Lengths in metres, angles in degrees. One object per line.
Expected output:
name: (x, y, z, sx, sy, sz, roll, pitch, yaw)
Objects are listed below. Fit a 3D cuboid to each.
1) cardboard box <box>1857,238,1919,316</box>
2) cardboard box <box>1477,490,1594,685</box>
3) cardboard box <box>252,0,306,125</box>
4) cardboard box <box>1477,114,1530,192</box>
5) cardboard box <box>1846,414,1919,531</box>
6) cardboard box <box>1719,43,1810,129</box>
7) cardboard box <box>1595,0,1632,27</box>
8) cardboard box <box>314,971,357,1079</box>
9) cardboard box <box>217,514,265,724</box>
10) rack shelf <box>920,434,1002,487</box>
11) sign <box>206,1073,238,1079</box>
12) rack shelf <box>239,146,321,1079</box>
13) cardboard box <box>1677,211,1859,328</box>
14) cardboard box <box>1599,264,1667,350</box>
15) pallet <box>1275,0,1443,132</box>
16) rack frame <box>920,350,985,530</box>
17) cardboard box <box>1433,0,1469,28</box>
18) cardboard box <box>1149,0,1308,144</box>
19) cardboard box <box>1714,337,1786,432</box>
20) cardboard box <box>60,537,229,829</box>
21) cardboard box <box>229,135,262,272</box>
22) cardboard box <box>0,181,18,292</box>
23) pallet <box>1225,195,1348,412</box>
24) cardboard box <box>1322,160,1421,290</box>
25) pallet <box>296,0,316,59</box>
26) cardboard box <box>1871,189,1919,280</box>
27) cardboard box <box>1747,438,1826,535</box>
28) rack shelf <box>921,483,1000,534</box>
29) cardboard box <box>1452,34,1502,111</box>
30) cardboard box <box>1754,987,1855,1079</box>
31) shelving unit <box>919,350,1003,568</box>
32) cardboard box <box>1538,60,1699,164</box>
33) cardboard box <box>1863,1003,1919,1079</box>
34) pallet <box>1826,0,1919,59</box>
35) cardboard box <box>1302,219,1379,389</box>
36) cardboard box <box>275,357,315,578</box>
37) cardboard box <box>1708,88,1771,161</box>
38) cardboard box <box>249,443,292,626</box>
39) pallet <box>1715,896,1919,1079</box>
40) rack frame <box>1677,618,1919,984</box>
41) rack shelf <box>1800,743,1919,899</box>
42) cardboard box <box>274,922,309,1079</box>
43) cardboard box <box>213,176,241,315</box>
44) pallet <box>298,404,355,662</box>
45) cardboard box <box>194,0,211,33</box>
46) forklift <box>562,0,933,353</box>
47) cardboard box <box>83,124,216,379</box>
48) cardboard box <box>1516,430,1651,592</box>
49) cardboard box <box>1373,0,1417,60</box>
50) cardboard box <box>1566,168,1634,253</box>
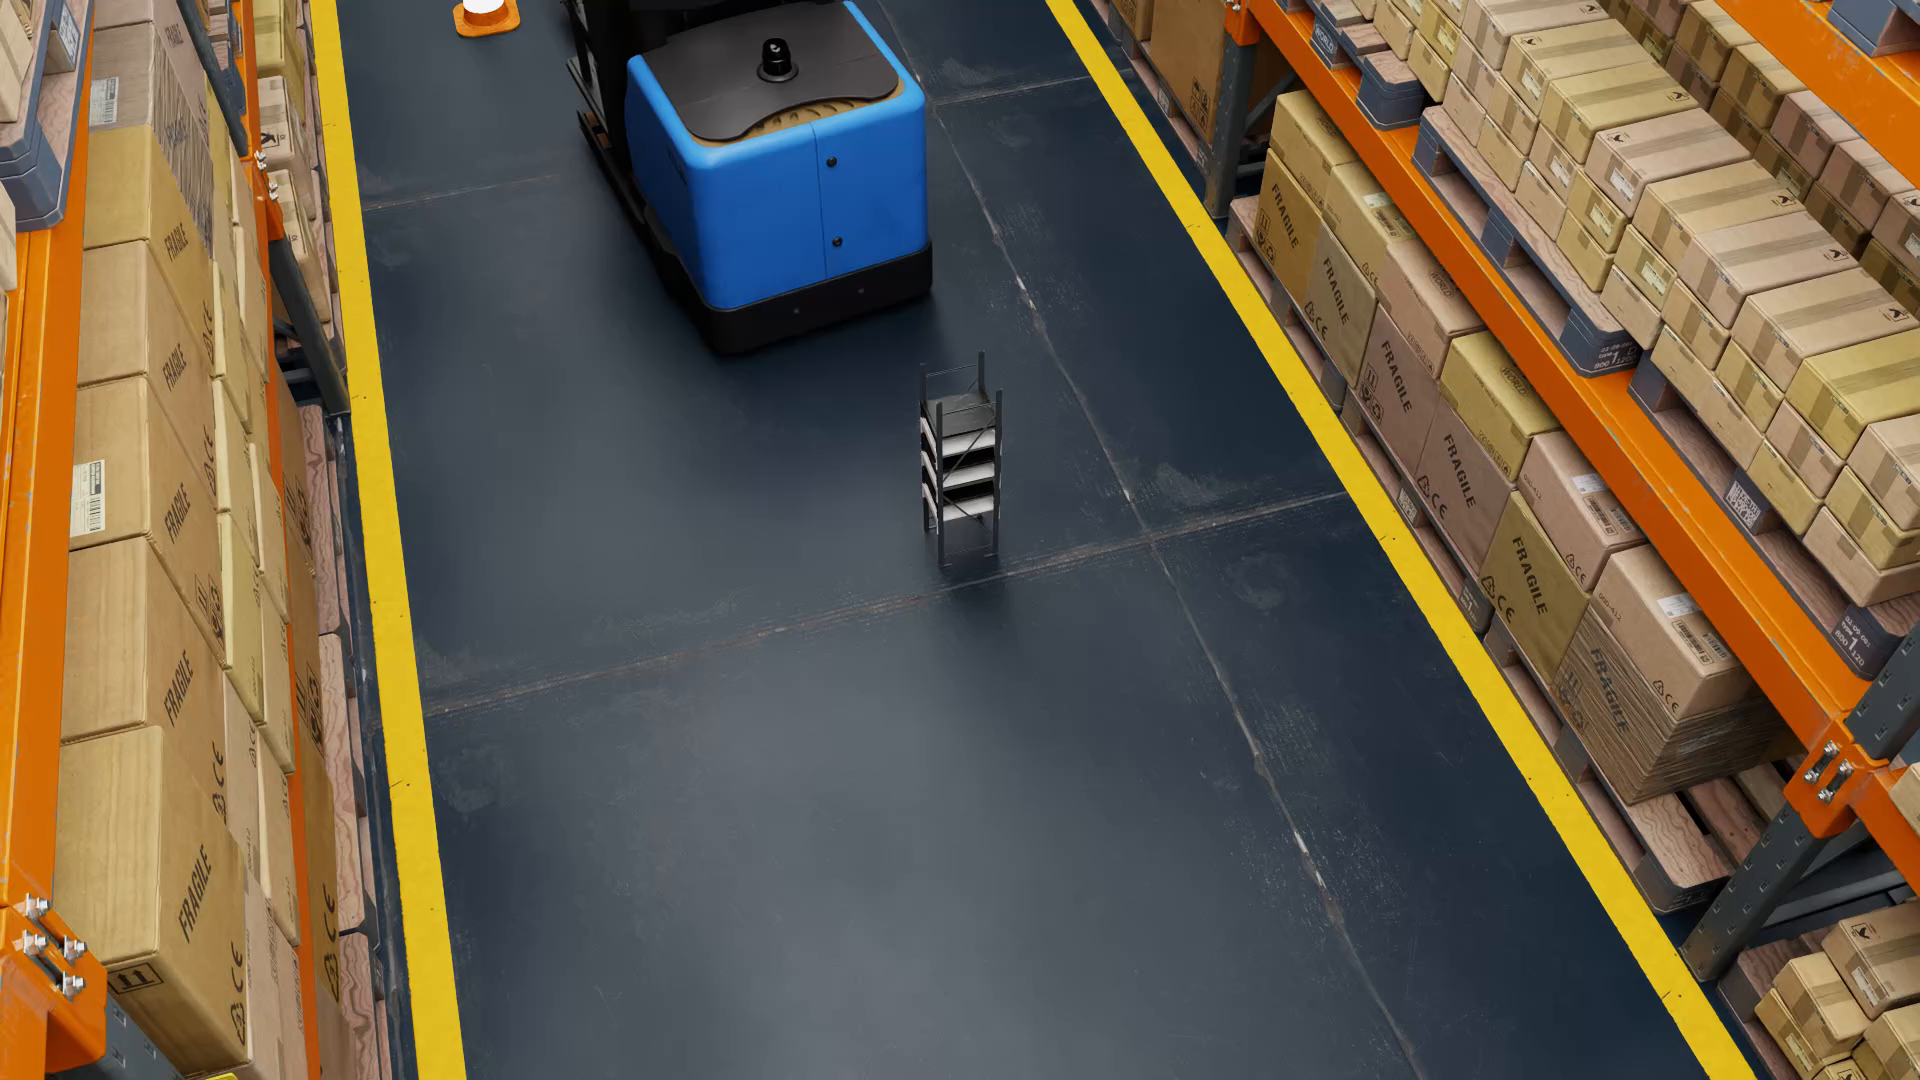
cardboard box: (2.920, -0.808, 4.954, 0.380, 0.149, 0.250, -15, 52, -13)
cardboard box: (2.219, 0.113, 5.843, 0.500, 0.500, 0.500, -14, 51, -12)
cardboard box: (-3.654, -2.223, 7.896, 0.950, 0.372, 0.625, -12, 51, -10)
cardboard box: (1.981, -1.335, 5.593, 0.380, 0.149, 0.250, -13, 51, -10)
cardboard box: (2.525, -0.195, 4.242, 0.380, 0.149, 0.250, -11, 51, -9)
cardboard box: (2.687, -1.477, 5.324, 0.380, 0.149, 0.250, -12, 51, -10)
cardboard box: (2.463, -1.944, 5.912, 0.380, 0.149, 0.250, -13, 51, -11)
cardboard box: (-2.128, 1.608, 4.337, 0.875, 0.875, 0.875, -12, 51, -10)
cardboard box: (-2.034, 0.247, 4.141, 0.500, 0.250, 0.500, -13, 51, -11)
rack shelf: (0.002, -0.321, 6.147, 0.258, 0.077, 0.200, -13, 51, -11)
sign: (-1.339, 1.062, 3.064, 0.100, 0.325, 0.005, -13, 51, -11)
rack shelf: (-2.460, 0.265, 4.825, 1.077, 0.370, 4.000, -13, 51, -11)
cardboard box: (2.292, -0.771, 4.729, 0.380, 0.149, 0.250, -13, 51, -11)
cardboard box: (2.213, -0.756, 5.105, 0.380, 0.149, 0.250, -15, 52, -13)
pallet: (1.960, -2.063, 6.442, 1.213, 0.211, 1.003, -13, 51, -11)
rack frame: (-0.028, -0.358, 6.253, 0.240, 0.900, 0.006, -13, 51, -11)
cardboard box: (1.827, -1.916, 5.694, 0.380, 0.149, 0.250, -15, 52, -12)
cardboard box: (1.553, -2.496, 7.879, 1.050, 0.750, 0.750, -14, 51, -11)
cardboard box: (2.374, -0.470, 4.669, 0.380, 0.149, 0.250, -11, 51, -9)
cardboard box: (-1.901, 0.387, 3.532, 0.500, 0.500, 0.500, -14, 51, -11)
cardboard box: (-2.654, -1.069, 5.577, 0.500, 0.250, 0.500, -15, 51, -12)
cardboard box: (-1.908, -0.537, 2.946, 0.380, 0.166, 0.250, -16, 52, -13)
pallet: (1.877, -1.151, 7.372, 1.003, 0.211, 1.213, -13, 51, -11)
cardboard box: (1.770, -1.263, 6.513, 0.500, 0.250, 0.500, -14, 51, -11)
pallet: (-4.003, -2.882, 8.831, 1.003, 0.211, 1.213, -13, 51, -11)
cardboard box: (2.920, -0.910, 4.846, 0.380, 0.149, 0.250, -14, 51, -11)
cardboard box: (2.446, -0.189, 4.626, 0.380, 0.149, 0.250, -13, 51, -11)
rack shelf: (0.002, -0.147, 6.354, 0.258, 0.077, 0.200, -13, 51, -11)
cardboard box: (1.910, -1.615, 5.634, 0.380, 0.149, 0.250, -13, 51, -11)
cardboard box: (2.631, 1.423, 4.968, 0.380, 0.149, 0.250, -15, 52, -13)
shelving unit: (0.002, -0.284, 6.191, 0.258, 0.900, 0.210, -13, 51, -11)
cardboard box: (2.059, -1.343, 5.211, 0.380, 0.149, 0.250, -14, 51, -11)
cardboard box: (2.759, 1.405, 4.594, 0.380, 0.149, 0.250, -11, 51, -9)
pallet: (2.749, -1.081, 3.650, 1.213, 0.211, 1.003, -13, 51, -11)
cardboard box: (1.765, -1.010, 6.789, 0.500, 0.500, 0.500, -13, 51, -11)
cardboard box: (-2.927, -0.355, 5.992, 0.875, 0.875, 0.875, -14, 51, -11)
cardboard box: (2.688, -1.383, 5.439, 0.380, 0.149, 0.250, -14, 51, -12)
cardboard box: (-2.176, 0.038, 4.644, 0.500, 0.250, 0.500, -14, 51, -12)
pallet: (3.063, 1.682, 4.984, 1.003, 0.211, 1.213, -13, 51, -11)
rack frame: (2.830, 0.301, 4.324, 1.000, 3.000, 0.127, -13, 51, -11)
rack shelf: (3.422, 1.993, 3.368, 1.077, 0.370, 4.000, -13, 51, -11)
cardboard box: (-1.747, 1.161, 3.697, 0.500, 0.250, 0.500, -14, 51, -12)
cardboard box: (-2.510, -0.871, 5.083, 0.500, 0.250, 0.500, -14, 51, -12)
pallet: (-2.890, 0.064, 6.348, 1.003, 0.211, 1.213, -13, 51, -11)
cardboard box: (-2.964, -2.072, 5.790, 0.500, 0.500, 0.500, -15, 51, -12)
forklift: (-1.213, -2.887, 7.056, 1.130, 2.935, 3.031, -20, 53, -16)
cardboard box: (-2.349, -0.727, 4.471, 0.500, 0.500, 0.500, -13, 51, -11)
cardboard box: (2.229, -0.136, 5.562, 0.500, 0.250, 0.500, -11, 51, -9)
cardboard box: (1.746, -1.910, 6.077, 0.380, 0.149, 0.250, -11, 51, -9)
cardboard box: (2.130, -1.058, 5.164, 0.380, 0.149, 0.250, -13, 51, -11)
